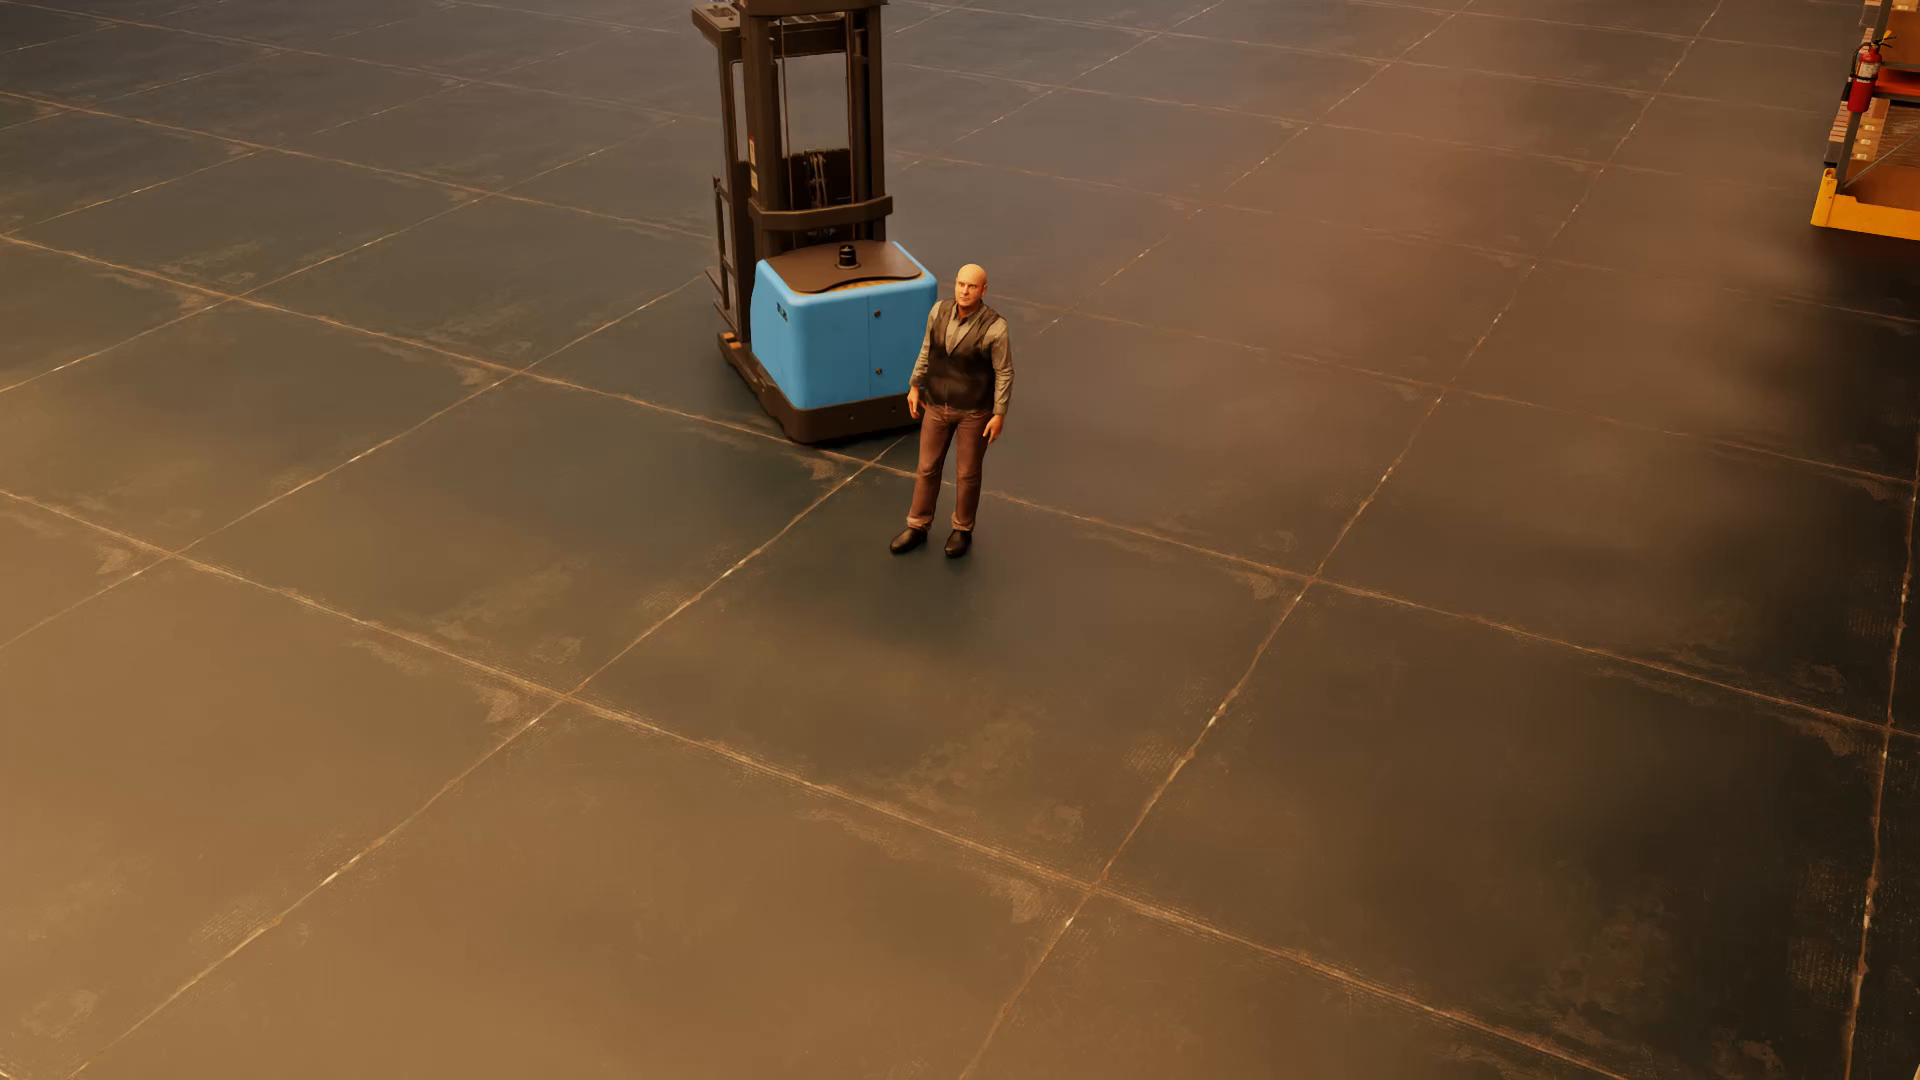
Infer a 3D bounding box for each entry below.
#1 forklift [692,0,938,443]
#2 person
[{"bbox_3d":[-1.159,-2.631,11.629,1.130,2.935,3.031,-12,32,-19],"label":"forklift"},{"bbox_3d":[-0.037,-0.727,9.525,0.633,1.721,0.568,15,33,25],"label":"person"}]
